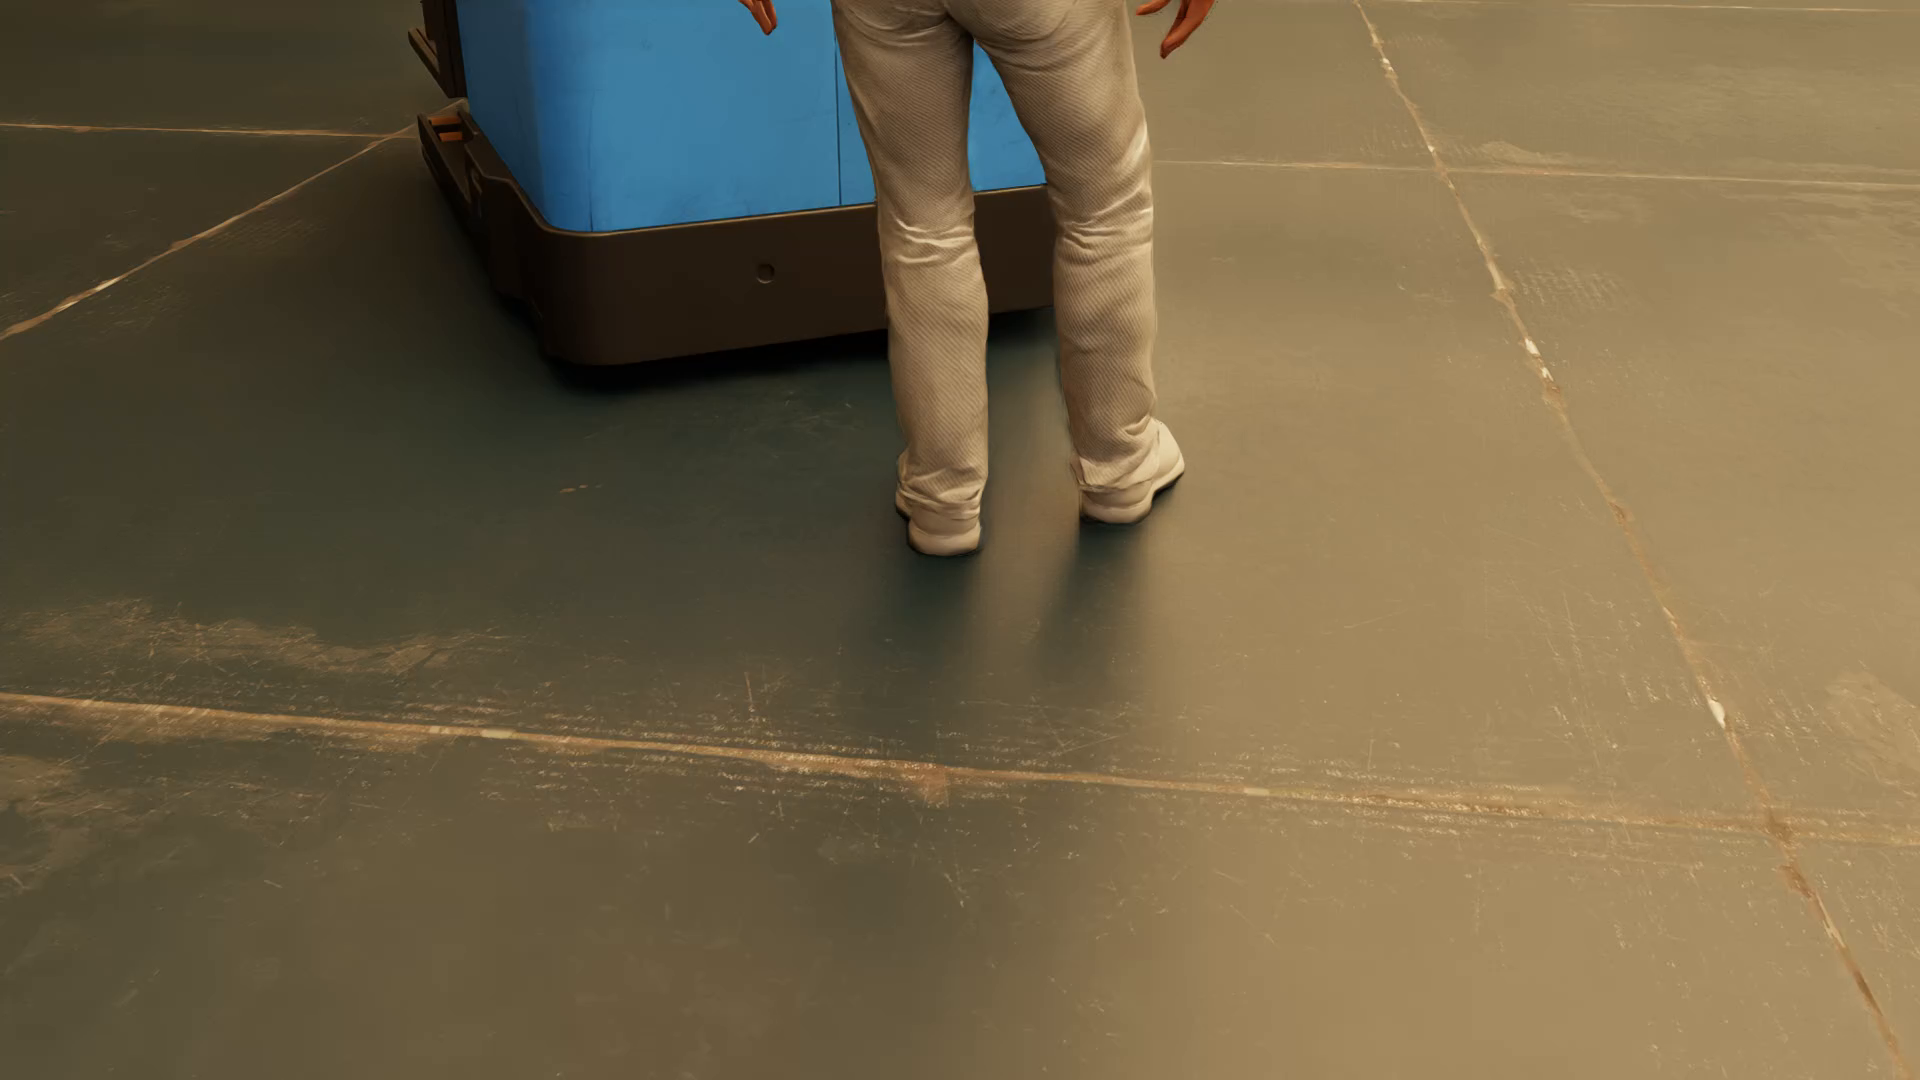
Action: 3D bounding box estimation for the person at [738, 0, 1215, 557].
[{"bbox_3d":[0.021,-0.830,2.213,0.691,1.755,0.566,5,27,9],"label":"person"}]

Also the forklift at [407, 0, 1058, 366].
[{"bbox_3d":[-0.793,-2.255,3.737,1.130,2.935,3.031,-11,28,-20],"label":"forklift"}]
